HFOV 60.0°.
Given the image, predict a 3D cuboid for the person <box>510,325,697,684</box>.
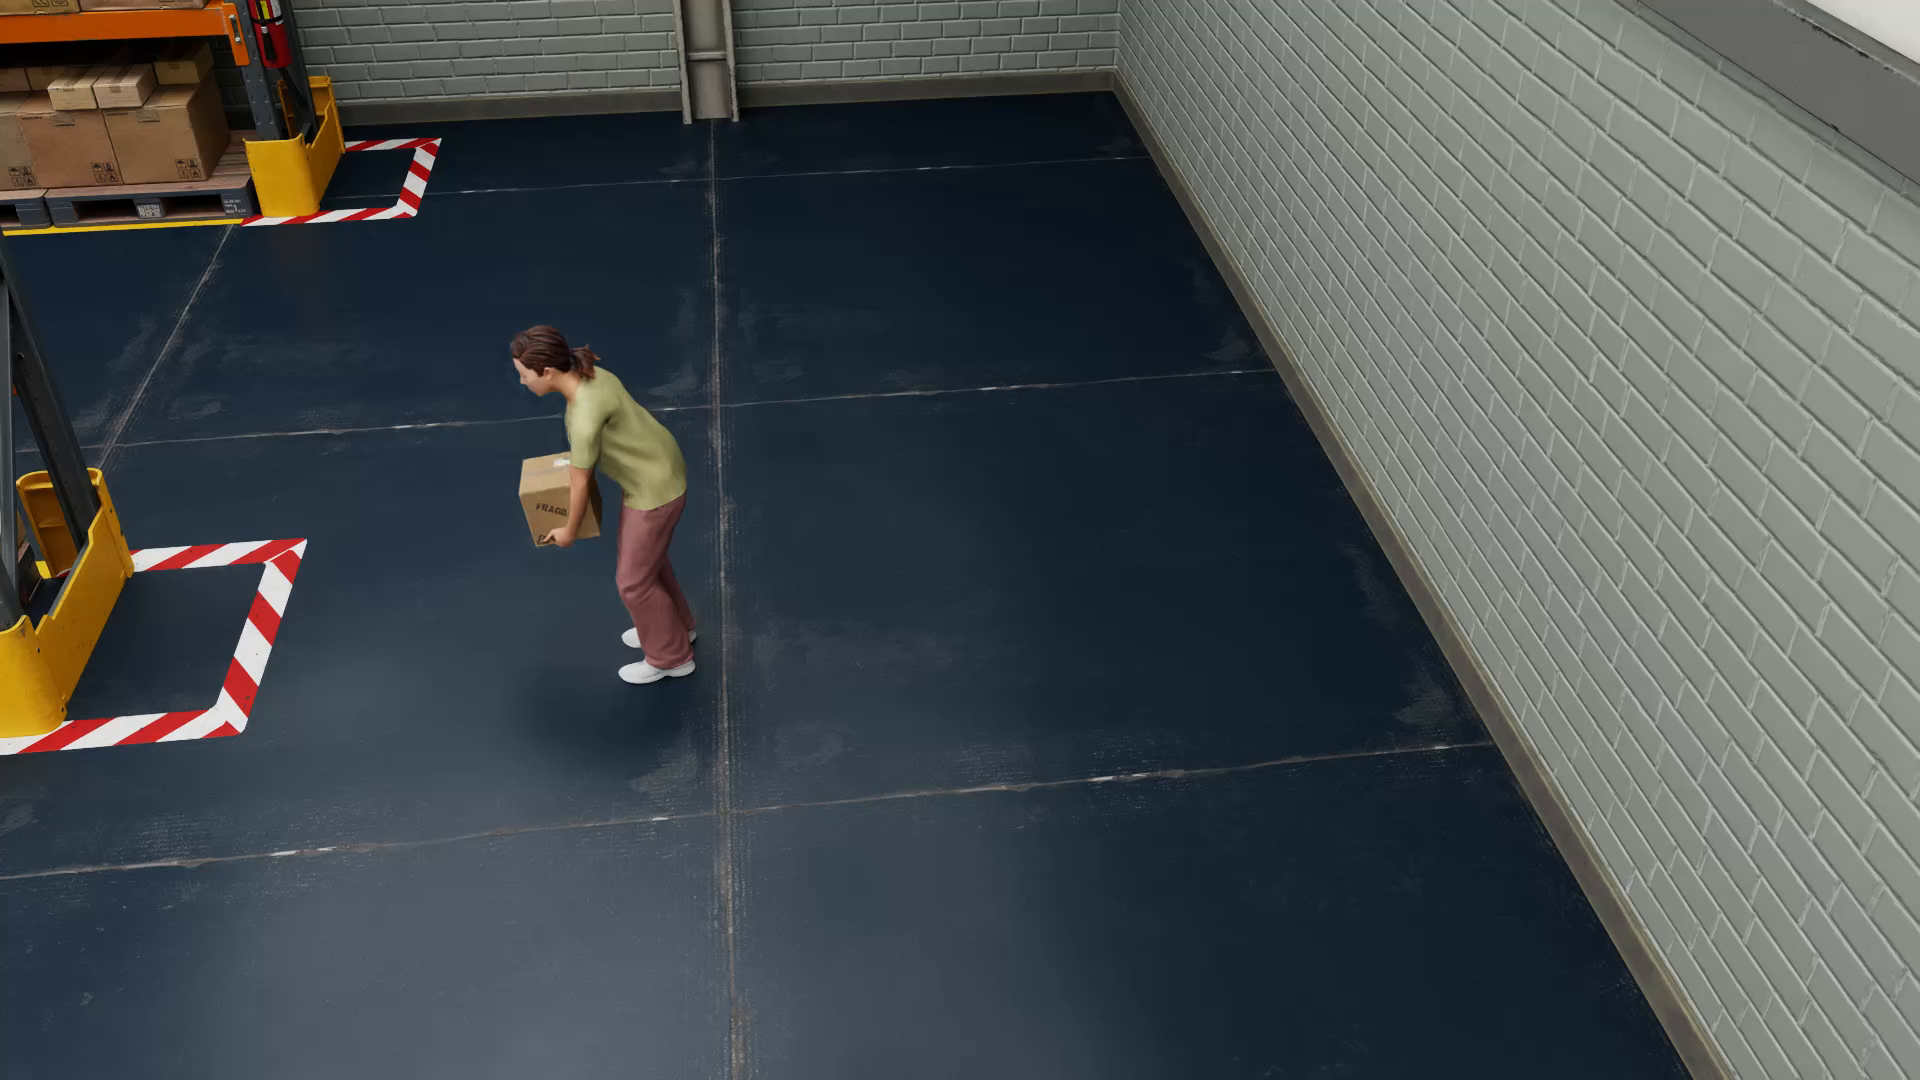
[{"bbox_3d":[-1.339,-0.142,6.445,0.582,1.572,0.412,-5,35,-7],"label":"person"}]
